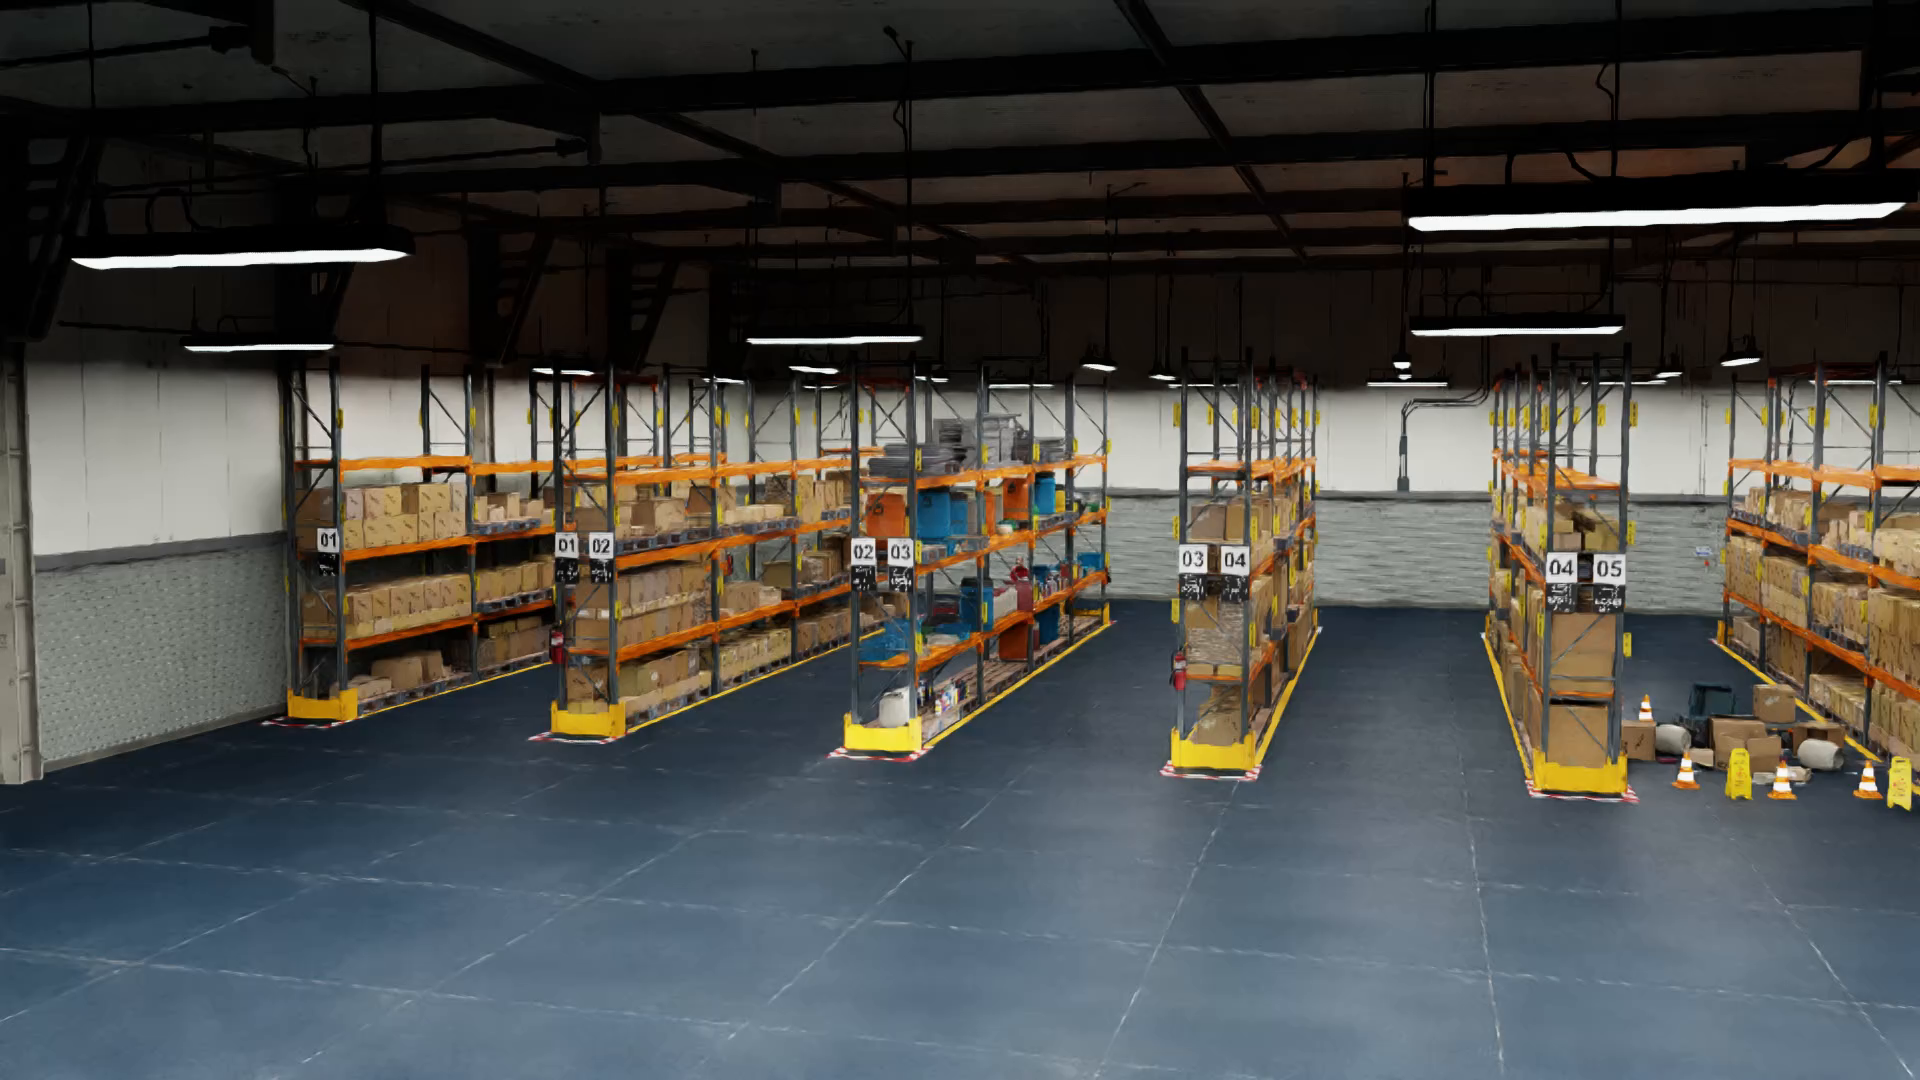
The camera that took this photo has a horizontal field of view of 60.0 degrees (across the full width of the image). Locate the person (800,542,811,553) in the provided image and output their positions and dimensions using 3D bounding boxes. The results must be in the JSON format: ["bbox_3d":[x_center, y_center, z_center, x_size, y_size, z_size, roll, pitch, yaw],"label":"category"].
[{"bbox_3d":[-3.983,0.918,43.518,0.752,1.759,0.550,-4,6,-41],"label":"person"}]

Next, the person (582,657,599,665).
[{"bbox_3d":[-6.744,1.887,30.730,0.555,1.725,1.029,1,4,14],"label":"person"}]

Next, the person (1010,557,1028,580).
[{"bbox_3d":[1.453,1.225,40.031,0.540,1.646,1.130,1,4,13],"label":"person"}]
